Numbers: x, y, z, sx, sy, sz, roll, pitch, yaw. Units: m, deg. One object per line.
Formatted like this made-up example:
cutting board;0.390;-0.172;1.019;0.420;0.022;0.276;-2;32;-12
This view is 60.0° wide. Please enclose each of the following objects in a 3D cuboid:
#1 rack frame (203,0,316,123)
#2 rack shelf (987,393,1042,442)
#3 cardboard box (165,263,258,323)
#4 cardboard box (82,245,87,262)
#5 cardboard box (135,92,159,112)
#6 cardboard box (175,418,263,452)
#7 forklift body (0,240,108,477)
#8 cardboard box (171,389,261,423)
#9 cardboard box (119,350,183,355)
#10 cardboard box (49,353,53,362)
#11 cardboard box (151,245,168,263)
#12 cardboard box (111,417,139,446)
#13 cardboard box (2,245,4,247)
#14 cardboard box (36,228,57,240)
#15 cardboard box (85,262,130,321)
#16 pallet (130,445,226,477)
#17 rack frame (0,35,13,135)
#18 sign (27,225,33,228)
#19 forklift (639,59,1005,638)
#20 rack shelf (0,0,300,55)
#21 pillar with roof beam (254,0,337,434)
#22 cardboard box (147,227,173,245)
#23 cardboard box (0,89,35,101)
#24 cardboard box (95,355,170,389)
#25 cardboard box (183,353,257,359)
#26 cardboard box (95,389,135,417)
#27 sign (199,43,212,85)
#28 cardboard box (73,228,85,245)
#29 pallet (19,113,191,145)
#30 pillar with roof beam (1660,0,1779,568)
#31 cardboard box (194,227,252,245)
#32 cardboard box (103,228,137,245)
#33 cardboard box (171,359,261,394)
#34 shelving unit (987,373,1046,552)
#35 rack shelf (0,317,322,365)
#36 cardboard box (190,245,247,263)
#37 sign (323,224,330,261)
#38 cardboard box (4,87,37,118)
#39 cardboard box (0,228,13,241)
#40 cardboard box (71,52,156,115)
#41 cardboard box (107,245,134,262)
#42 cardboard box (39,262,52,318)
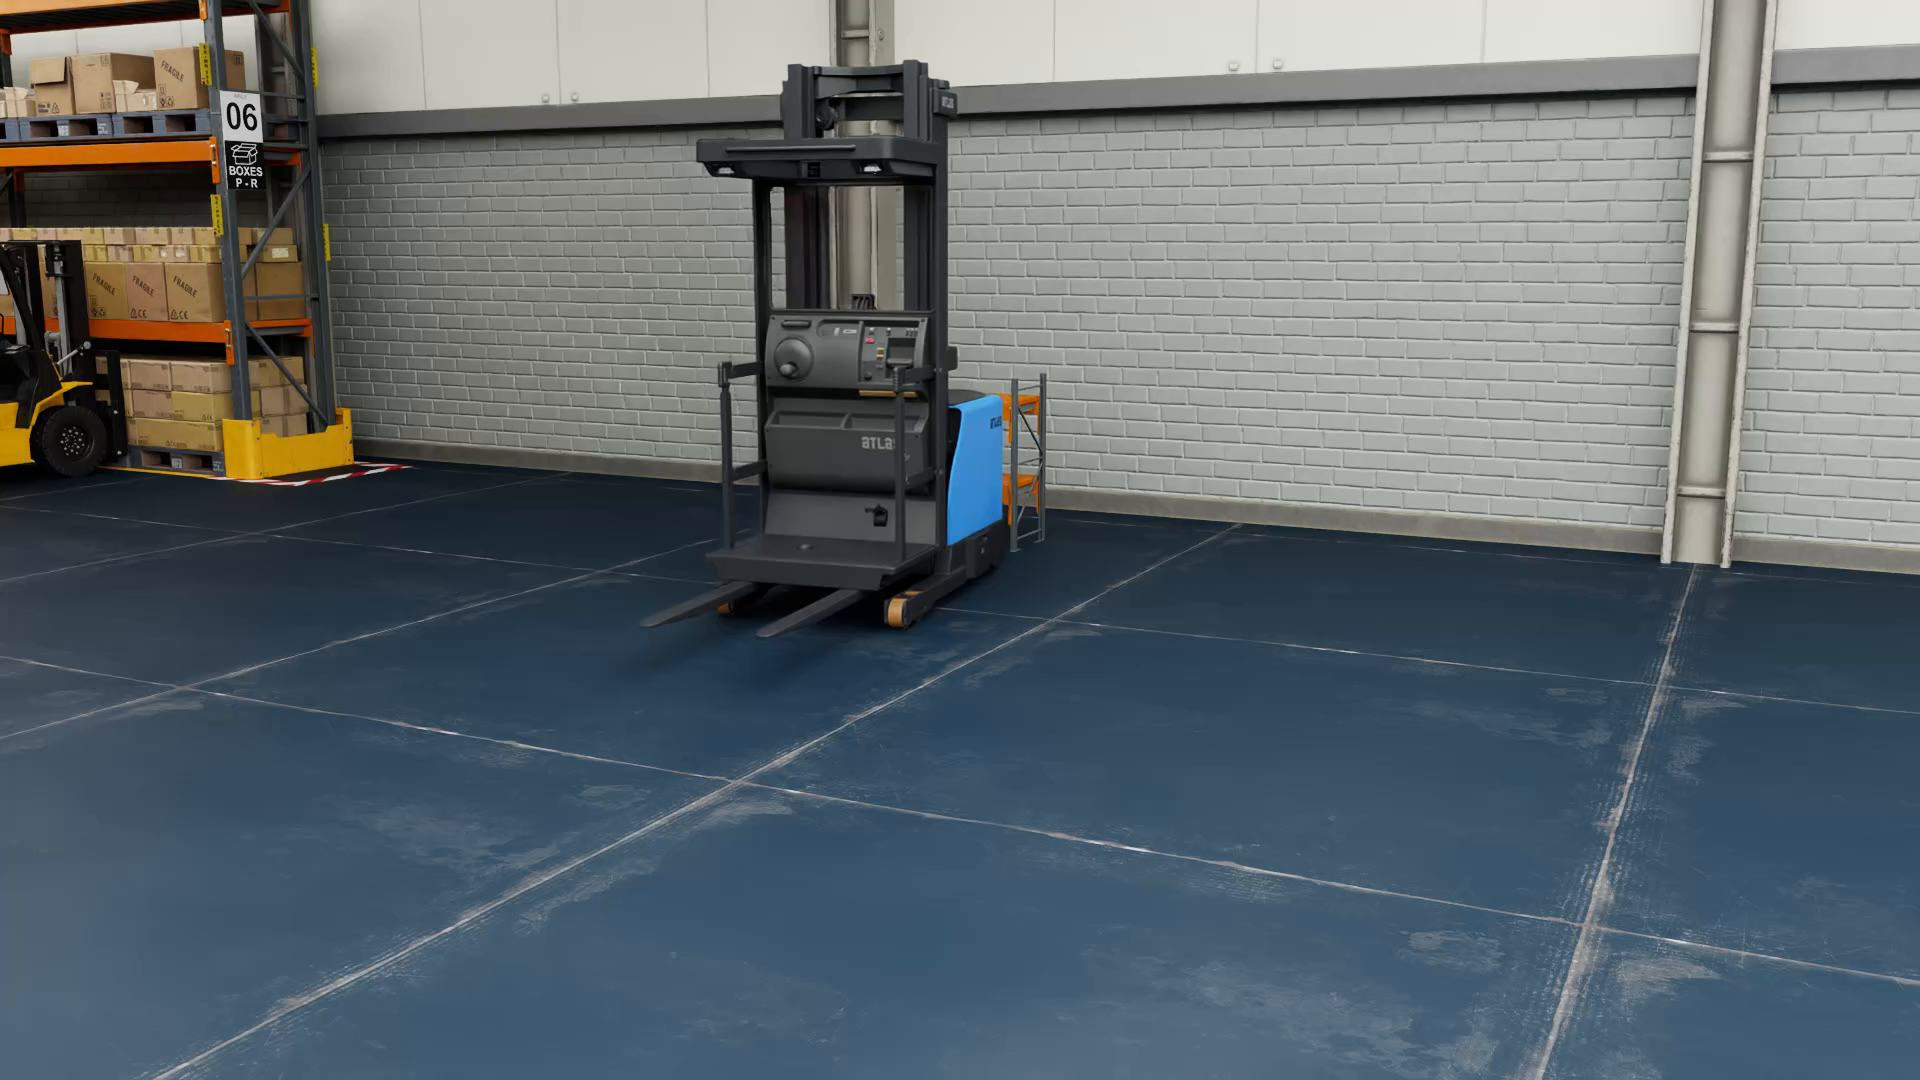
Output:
rack frame;-5.890;-5.042;13.819;0.127;3.000;1.000;5;11;26
rack shelf;-0.006;-0.842;11.081;1.000;0.278;0.538;5;11;26
cardboard box;-6.447;-2.136;14.327;0.500;0.500;0.500;5;11;25
cardboard box;-7.670;-2.572;14.916;0.250;0.149;0.380;5;11;25
cardboard box;-6.767;-3.715;14.155;0.250;0.149;0.380;5;11;24
cardboard box;-6.451;-0.930;14.487;0.500;0.250;0.500;5;11;26
forklift body;-8.398;-1.530;13.645;1.214;2.155;2.313;5;11;26
cardboard box;-6.465;-1.178;14.453;0.500;0.250;0.500;5;11;25
cardboard box;-7.587;-1.625;15.519;0.500;0.250;0.500;5;11;25
cardboard box;-8.277;-1.583;15.288;0.500;0.250;0.500;5;12;28
cardboard box;-6.773;-2.486;14.443;0.250;0.149;0.380;5;12;27
cardboard box;-7.337;-1.011;14.937;0.500;0.250;0.500;5;11;26
cardboard box;-8.640;-2.639;15.284;0.250;0.149;0.380;5;12;27
cardboard box;-8.132;-2.758;15.110;0.250;0.149;0.380;5;11;26
cardboard box;-7.368;-2.218;14.784;0.500;0.500;0.500;5;11;25
pallet;-6.594;-0.771;14.898;1.213;0.211;1.003;5;11;26
rack frame;-9.477;-5.357;15.561;0.127;3.000;1.000;5;11;26
sign;-9.233;-2.959;16.501;0.005;0.325;0.100;5;11;26
forklift;-0.690;-1.059;8.850;1.130;2.935;3.031;4;11;19
rack shelf;-7.683;-4.648;14.790;4.000;0.370;1.077;5;11;26
pillar with roof beam;-8.020;-4.553;11.119;0.400;9.000;9.100;5;11;26
cardboard box;-6.786;-2.630;14.400;0.250;0.149;0.380;5;12;27
cardboard box;-8.839;-3.988;15.212;0.500;0.311;0.500;5;12;27
cardboard box;-7.358;-1.499;14.825;0.500;0.250;0.500;5;11;27
cardboard box;-6.687;-1.542;15.063;0.500;0.250;0.500;5;11;26
cardboard box;-7.382;-1.256;14.887;0.500;0.250;0.500;5;11;25
sign;-6.142;-3.877;13.542;0.005;0.325;0.100;5;11;26
cardboard box;-7.683;-2.719;14.893;0.250;0.149;0.380;5;11;27
pallet;-7.611;-3.678;14.955;1.213;0.211;1.003;5;11;26
pillar with roof beam;2.741;-3.607;5.894;0.400;9.000;9.100;5;11;26
cardboard box;-6.304;-2.599;14.230;0.250;0.149;0.380;5;11;26
cardboard box;-7.259;-2.664;14.590;0.250;0.149;0.380;5;12;27
cardboard box;-6.441;-1.422;14.397;0.500;0.250;0.500;5;12;28
shelving unit;-0.006;-0.554;11.133;1.048;1.125;0.538;5;11;26
rack shelf;-7.683;-1.893;15.288;4.000;0.370;1.077;5;11;26
cardboard box;-6.325;-2.441;14.191;0.250;0.149;0.380;5;11;27
sign;-5.639;-2.643;14.757;0.005;0.325;0.100;5;11;26
cardboard box;-8.280;-3.905;14.879;0.258;0.266;0.396;5;11;24
cardboard box;-8.630;-2.786;15.261;0.250;0.149;0.380;5;12;27
cardboard box;-7.269;-3.963;14.543;0.500;0.500;0.700;5;11;26
cardboard box;-7.250;-2.521;14.635;0.250;0.149;0.380;5;11;24
cardboard box;-8.266;-2.299;15.231;0.500;0.500;0.500;5;11;25
